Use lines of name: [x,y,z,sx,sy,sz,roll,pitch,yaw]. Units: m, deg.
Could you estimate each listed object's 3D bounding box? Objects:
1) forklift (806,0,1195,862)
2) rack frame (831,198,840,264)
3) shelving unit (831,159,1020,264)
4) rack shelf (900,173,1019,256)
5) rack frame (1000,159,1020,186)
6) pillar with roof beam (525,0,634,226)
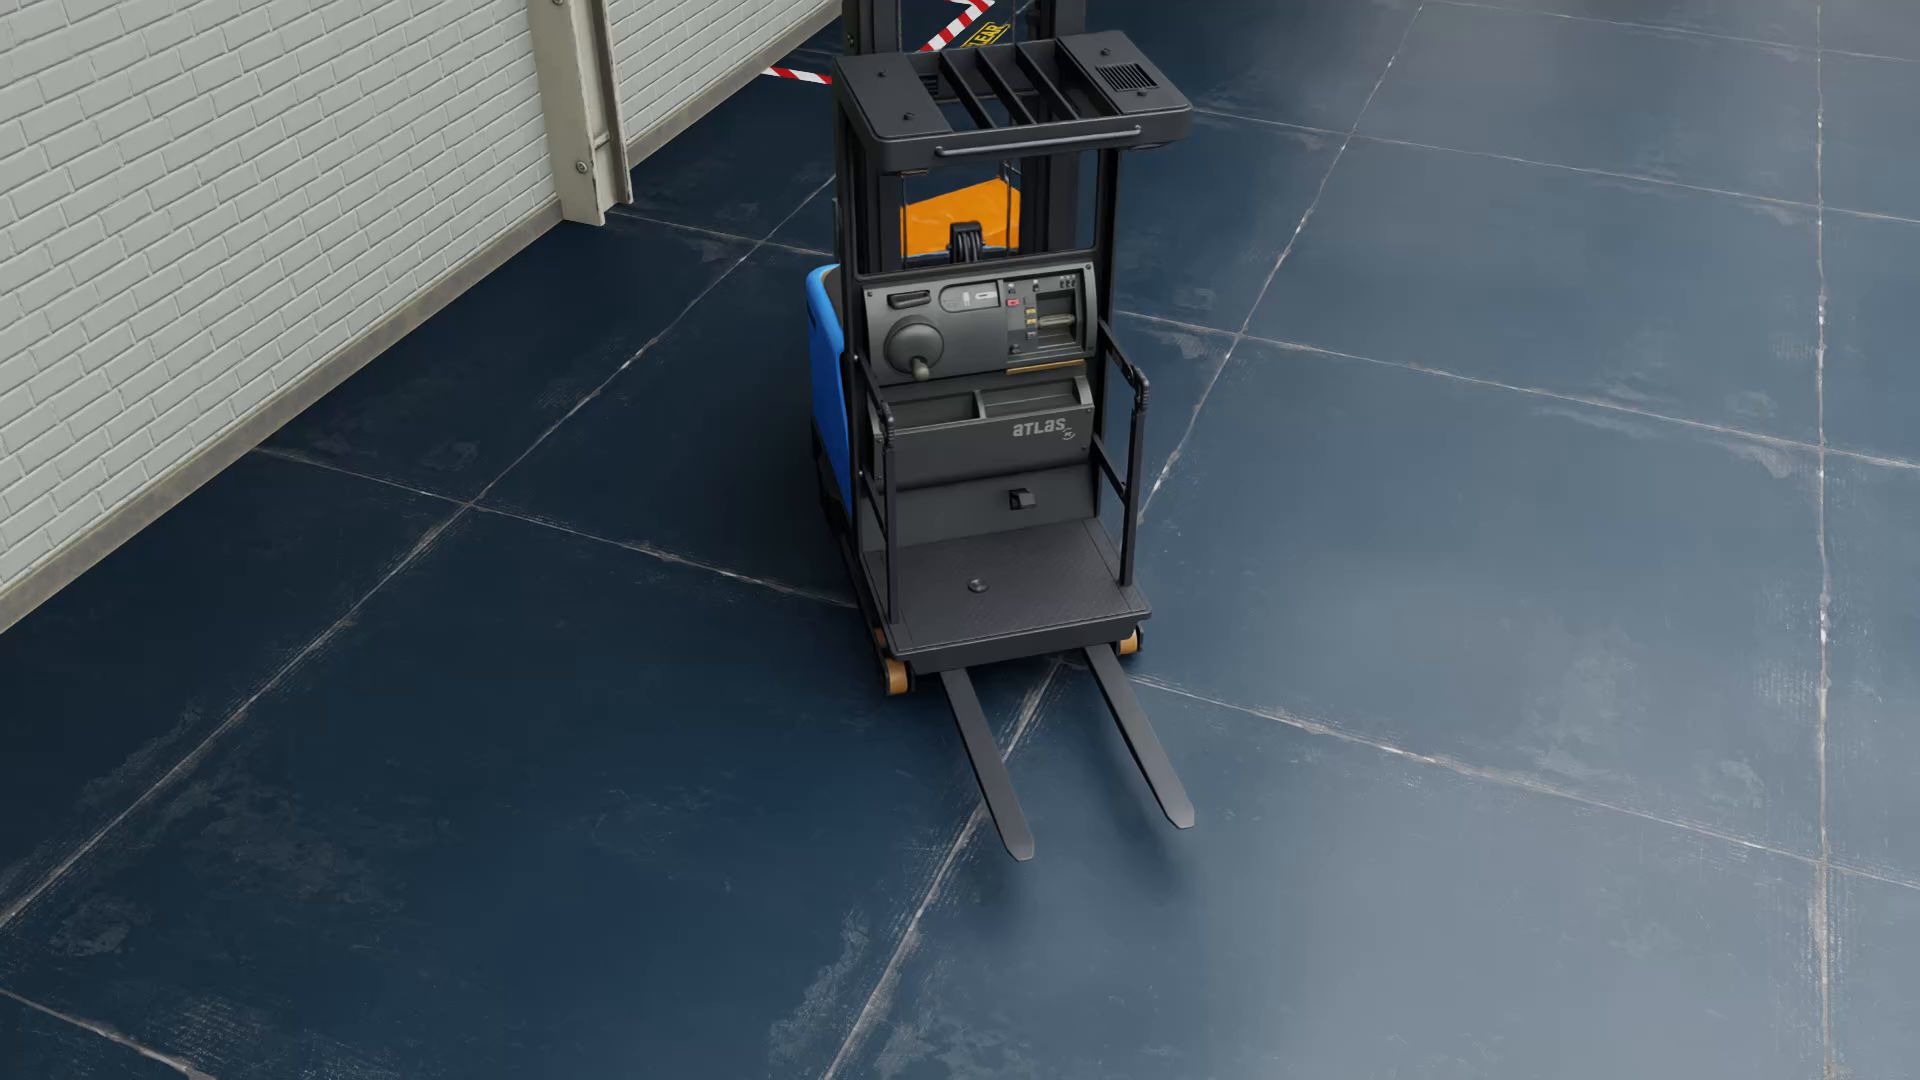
forklift: [0.143,-0.790,6.359,1.130,2.935,3.031,-9,38,-12]
rack frame: [-0.470,-1.091,8.270,0.032,1.125,0.500,-23,42,-27]
shelving unit: [-0.054,-1.266,8.504,1.048,1.125,0.538,-23,42,-27]
rack shelf: [-0.054,-1.500,8.329,1.000,0.278,0.538,-23,42,-27]
rack frame: [0.362,-1.440,8.738,0.032,1.125,0.500,-23,42,-27]
pillar with roof beam: [1.674,-4.724,6.554,9.100,9.000,0.400,14,39,18]
